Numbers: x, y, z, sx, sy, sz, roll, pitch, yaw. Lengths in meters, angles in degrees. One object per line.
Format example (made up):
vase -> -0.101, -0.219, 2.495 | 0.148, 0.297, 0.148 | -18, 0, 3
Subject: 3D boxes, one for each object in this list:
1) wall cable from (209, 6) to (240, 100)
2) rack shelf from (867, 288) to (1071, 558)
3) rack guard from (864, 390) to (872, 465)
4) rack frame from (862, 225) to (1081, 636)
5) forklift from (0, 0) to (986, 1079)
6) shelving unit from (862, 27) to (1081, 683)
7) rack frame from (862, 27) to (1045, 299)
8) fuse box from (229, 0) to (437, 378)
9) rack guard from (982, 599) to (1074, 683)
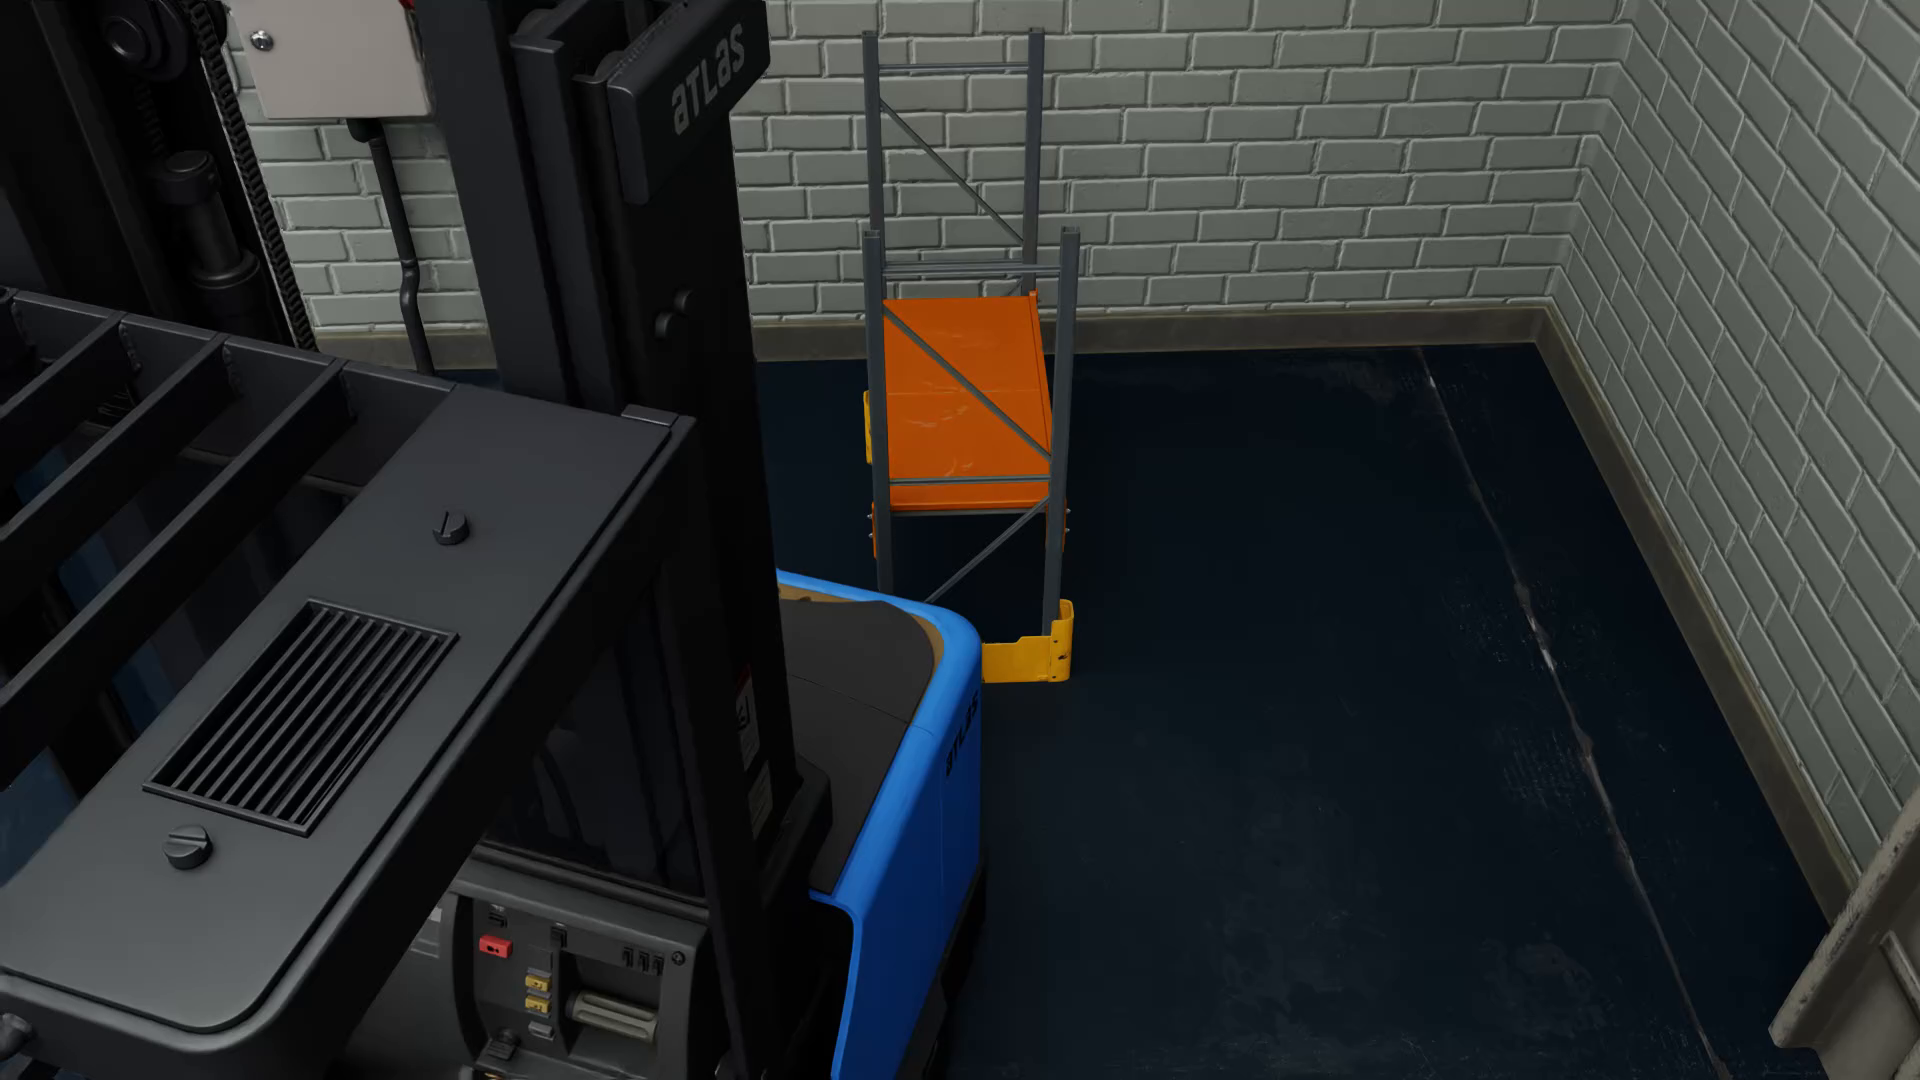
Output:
wall cable -> -2.497, -2.051, 4.516 | 0.588, 1.984, 0.122 | -2, 43, -2
rack shelf -> 0.004, -0.363, 4.802 | 0.538, 0.185, 1.000 | -2, 43, -2
rack guard -> -0.018, -0.377, 5.476 | 0.587, 0.250, 0.087 | -2, 43, -2
rack frame -> 0.025, -0.152, 4.306 | 0.500, 1.500, 0.032 | -2, 43, -2
forklift -> -0.879, 0.715, 2.301 | 1.130, 2.935, 3.031 | 12, 44, 13
shelving unit -> 0.003, -0.501, 4.687 | 0.587, 1.500, 1.083 | -2, 43, -2
rack frame -> -0.018, -0.838, 5.055 | 0.500, 1.500, 0.032 | -2, 43, -2
fuse box -> -1.809, -1.115, 5.200 | 0.539, 1.711, 0.414 | -2, 43, -2
rack guard -> 0.024, 0.296, 4.743 | 0.587, 0.250, 0.087 | -2, 43, -2
